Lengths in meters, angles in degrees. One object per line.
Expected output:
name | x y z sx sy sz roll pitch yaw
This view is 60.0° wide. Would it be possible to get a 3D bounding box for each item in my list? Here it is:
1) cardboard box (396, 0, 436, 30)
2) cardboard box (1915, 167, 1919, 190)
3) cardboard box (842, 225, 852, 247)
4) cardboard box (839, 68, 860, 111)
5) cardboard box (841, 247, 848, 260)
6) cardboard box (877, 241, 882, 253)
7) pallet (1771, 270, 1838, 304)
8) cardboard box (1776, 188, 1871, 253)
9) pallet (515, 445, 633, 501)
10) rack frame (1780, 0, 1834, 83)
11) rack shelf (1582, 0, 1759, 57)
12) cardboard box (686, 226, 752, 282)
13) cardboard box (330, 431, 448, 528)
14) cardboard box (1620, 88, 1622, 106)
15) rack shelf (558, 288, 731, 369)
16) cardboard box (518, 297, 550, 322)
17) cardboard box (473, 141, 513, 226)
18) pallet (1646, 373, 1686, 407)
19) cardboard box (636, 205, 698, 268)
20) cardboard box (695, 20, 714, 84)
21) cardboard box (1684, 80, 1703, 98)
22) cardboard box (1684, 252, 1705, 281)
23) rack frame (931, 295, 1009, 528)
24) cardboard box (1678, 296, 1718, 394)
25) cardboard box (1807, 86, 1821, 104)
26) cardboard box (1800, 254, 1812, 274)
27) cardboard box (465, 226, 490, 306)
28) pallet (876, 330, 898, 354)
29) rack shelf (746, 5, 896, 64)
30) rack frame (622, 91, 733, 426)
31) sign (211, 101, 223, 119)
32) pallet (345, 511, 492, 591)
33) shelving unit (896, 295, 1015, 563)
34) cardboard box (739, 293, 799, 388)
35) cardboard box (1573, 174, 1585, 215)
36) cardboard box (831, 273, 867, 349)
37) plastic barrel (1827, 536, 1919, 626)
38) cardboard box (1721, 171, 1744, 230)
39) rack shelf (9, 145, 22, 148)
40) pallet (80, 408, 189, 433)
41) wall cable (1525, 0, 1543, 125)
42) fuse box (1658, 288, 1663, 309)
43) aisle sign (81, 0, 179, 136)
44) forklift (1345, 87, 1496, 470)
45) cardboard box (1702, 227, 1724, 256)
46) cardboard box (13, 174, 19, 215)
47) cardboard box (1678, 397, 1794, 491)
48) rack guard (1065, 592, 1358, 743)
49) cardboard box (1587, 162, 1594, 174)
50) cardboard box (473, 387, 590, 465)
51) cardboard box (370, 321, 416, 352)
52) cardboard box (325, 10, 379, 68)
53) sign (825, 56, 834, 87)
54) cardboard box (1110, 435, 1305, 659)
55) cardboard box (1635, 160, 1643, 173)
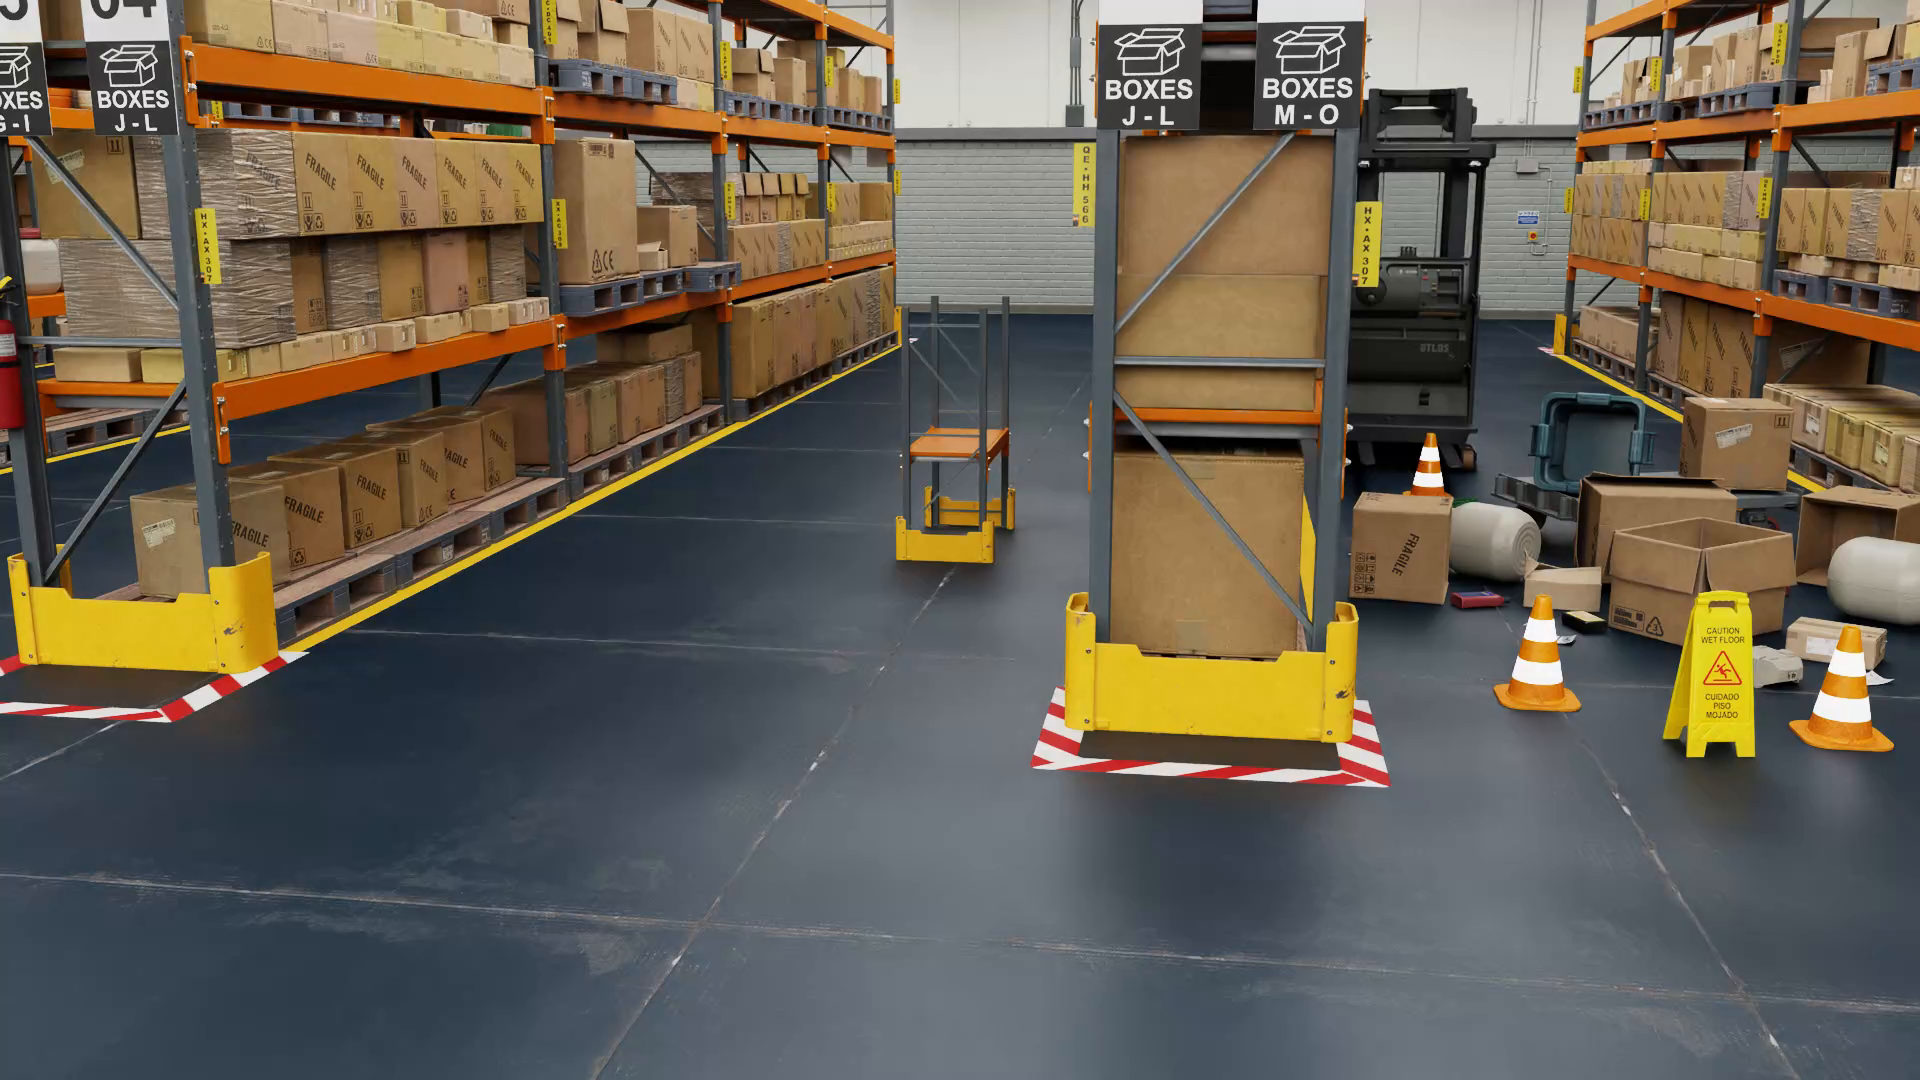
cardboard box | -3.198 -2.957 9.386 0.380 0.149 0.250 2 12 11
cardboard box | 6.497 -2.364 10.862 0.380 0.149 0.250 2 12 7
cardboard box | -1.593 -3.651 19.965 0.500 0.250 0.500 2 12 8
cardboard box | -1.637 -5.537 20.473 0.700 0.500 0.500 2 12 11
cardboard box | -1.551 -3.424 19.857 0.380 0.149 0.250 2 12 11
cardboard box | -1.237 -3.853 21.848 0.380 0.149 0.250 2 12 10
pallet | 7.167 -1.987 13.049 1.213 0.211 1.003 2 12 9
cardboard box | 6.874 -2.546 13.247 0.500 0.500 0.500 2 12 7
pallet | -3.117 -0.520 12.405 1.003 0.211 1.213 2 12 9
rack frame | 7.172 -5.165 13.101 1.000 3.000 0.127 2 12 9
rack shelf | 8.094 -5.867 19.015 1.077 0.370 4.000 2 12 9
cardboard box | -2.277 -2.695 15.641 0.500 0.500 0.500 2 12 10
cardboard box | -3.435 -0.371 10.032 0.500 0.500 0.500 1 12 4
cardboard box | 8.122 -5.265 19.661 0.500 0.311 0.500 2 12 10
rack shelf | -2.928 -1.786 13.367 1.077 0.370 4.000 2 12 9
cardboard box | -2.978 -1.544 11.134 0.380 0.149 0.250 2 12 9
cardboard box | -3.109 -2.197 10.253 0.500 0.500 0.500 2 12 9
pallet | 7.743 -1.539 17.134 1.003 0.211 1.213 2 12 9
cardboard box | -2.651 -2.575 14.086 0.700 0.500 0.500 4 13 17
cardboard box | -2.447 -4.206 14.345 0.500 0.500 0.500 2 12 10
cardboard box | 7.246 -4.371 16.092 0.380 0.166 0.250 1 12 5
cardboard box | 7.200 -2.591 15.753 0.500 0.250 0.500 2 12 8
rack frame | 0.065 -0.821 10.744 0.500 1.500 0.032 2 12 9
cardboard box | 7.639 -1.912 16.292 0.875 0.875 0.875 2 12 10
cardboard box | 6.955 -3.516 13.165 0.380 0.149 0.250 2 12 9
cardboard box | 6.774 -2.140 12.904 0.380 0.149 0.250 1 12 5
cardboard box | -3.478 -1.721 10.414 0.875 0.500 0.500 2 12 9
pallet | -1.436 -2.687 22.460 1.003 0.211 1.213 2 12 9
rack shelf | -1.698 -6.188 20.505 1.077 0.370 4.000 2 12 9
rack frame | -2.621 -2.554 15.223 1.000 3.000 0.127 2 12 9
sign | -6.970 -4.113 15.587 0.100 0.325 0.005 2 12 9
pallet | -3.489 0.038 9.817 1.003 0.211 1.213 2 12 9
shelving unit | -0.012 -0.717 10.262 0.587 1.500 1.083 2 12 9
cardboard box | -2.349 -2.049 16.926 1.225 0.875 0.875 2 12 9
cardboard box | 8.047 -4.345 20.924 0.500 0.500 0.500 2 12 7
cardboard box | -1.686 -2.875 20.761 0.875 0.875 0.875 2 12 9
plastic barrel | 4.763 0.213 8.500 0.421 0.421 0.512 -10 16 -40
cardboard box | 7.063 -2.993 14.653 0.500 0.500 0.500 2 12 10
rack shelf | -11.486 -5.239 22.271 1.077 0.370 4.000 2 12 9
pallet | -7.672 -1.191 15.519 1.003 0.211 1.213 2 12 9
wall cable | 8.998 -8.024 26.365 0.463 3.000 0.029 2 12 9
fuse box | 11.299 -4.344 26.590 0.539 1.711 0.414 2 12 9
aisle sign | -3.564 -2.137 7.117 0.394 0.787 0.004 2 12 9
forklift | 3.545 -2.061 13.098 1.130 2.935 3.031 3 12 12
cardboard box | 7.129 -2.727 15.196 0.500 0.250 0.500 2 12 7
cardboard box | -11.971 -4.359 20.991 0.500 0.500 0.500 2 12 9
cardboard box | 4.793 -0.600 10.292 0.500 0.500 0.500 2 12 9
rack guard | 1.031 0.520 6.892 1.175 0.500 0.348 2 12 9
cardboard box | 7.951 -4.581 20.477 0.380 0.149 0.250 2 12 10
cardboard box | -3.120 -0.841 12.166 0.700 0.500 0.500 1 12 4
cardboard box | -3.245 -1.126 9.196 0.380 0.149 0.250 2 12 9
cardboard box | -3.368 -2.584 8.599 0.500 0.250 0.500 2 12 8
sign | -1.468 -5.244 18.611 0.100 0.325 0.005 2 12 9
cardboard box | 1.074 -0.017 7.497 0.875 0.875 0.875 2 12 9
cardboard box | 7.737 -4.151 18.483 0.380 0.149 0.250 2 12 8
